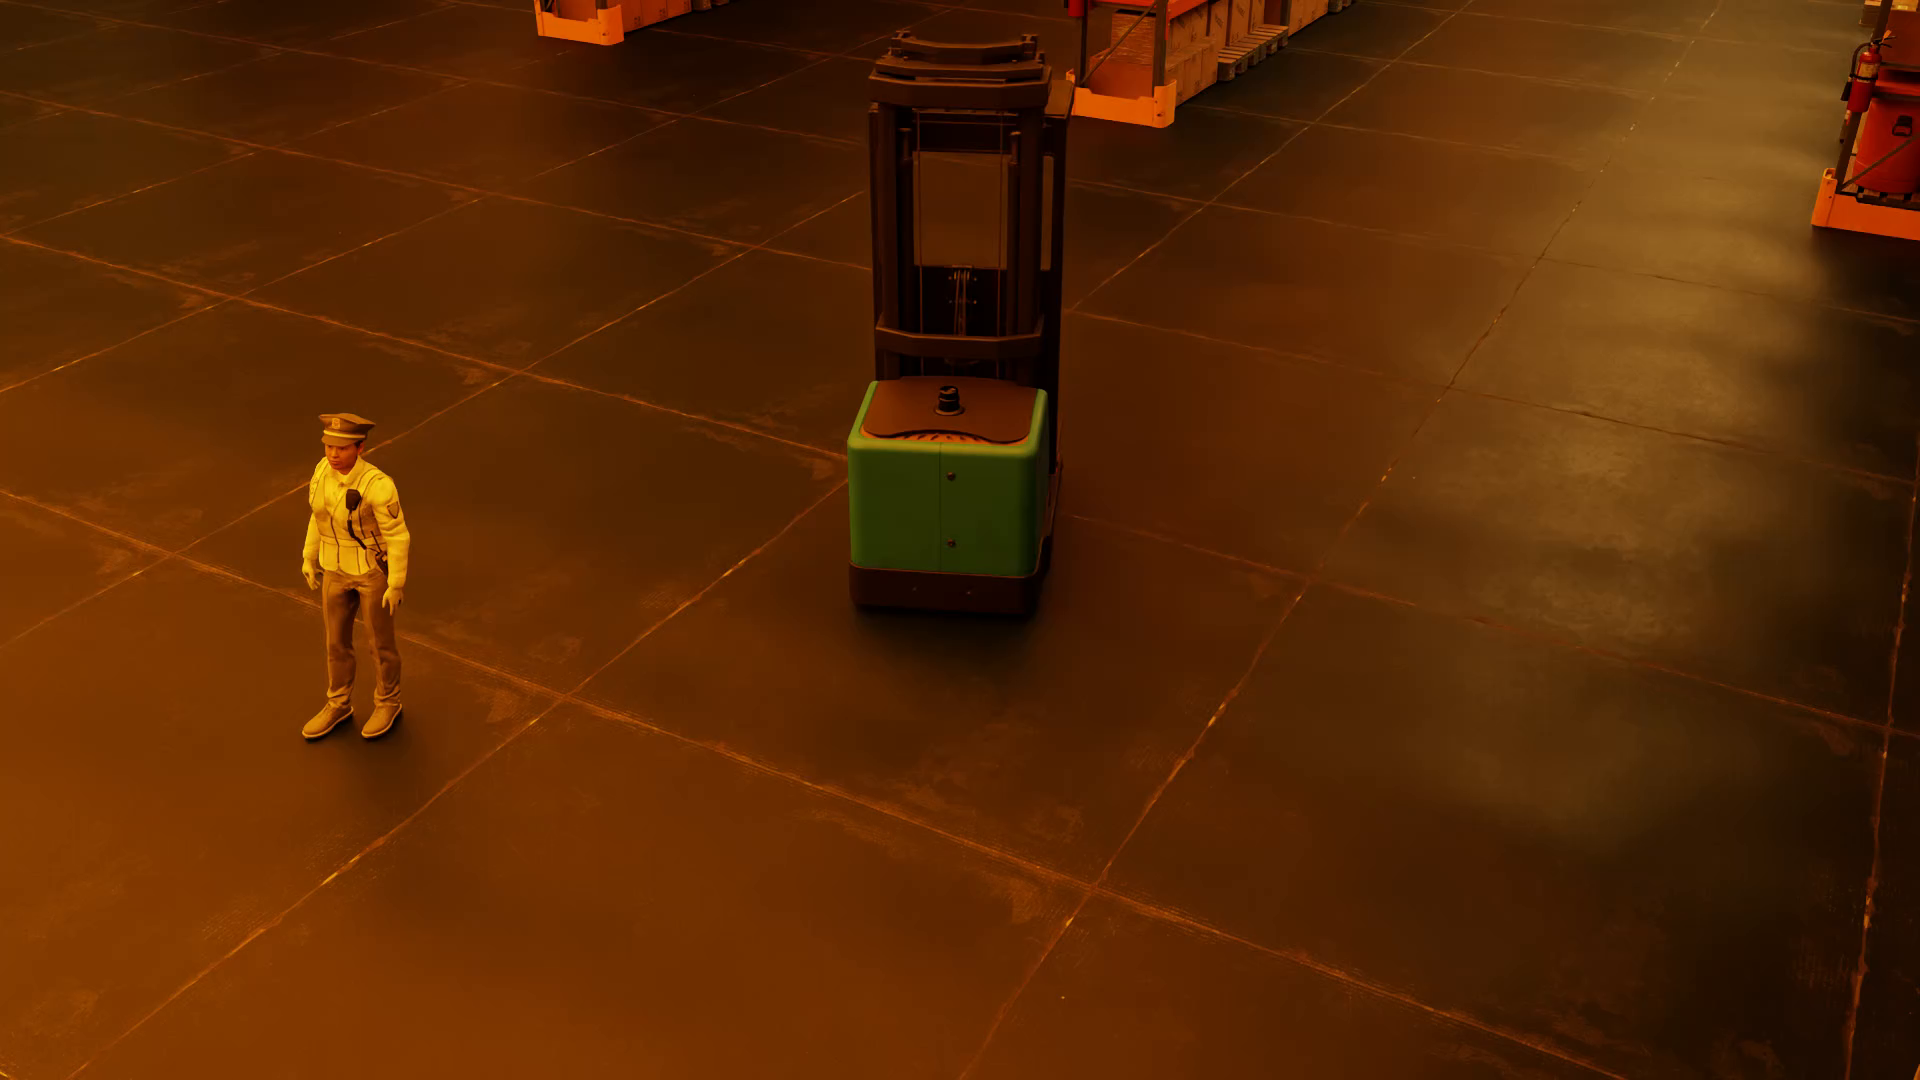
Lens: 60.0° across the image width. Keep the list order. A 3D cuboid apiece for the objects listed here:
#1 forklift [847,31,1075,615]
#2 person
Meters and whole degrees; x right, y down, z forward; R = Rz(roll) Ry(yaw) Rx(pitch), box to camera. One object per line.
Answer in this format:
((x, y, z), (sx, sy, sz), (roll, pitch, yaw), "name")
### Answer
((0.072, -1.572, 9.794), (1.130, 2.935, 3.031), (3, 30, 6), "forklift")
((-2.929, 0.182, 7.977), (0.588, 1.694, 0.530), (11, 32, 19), "person")
